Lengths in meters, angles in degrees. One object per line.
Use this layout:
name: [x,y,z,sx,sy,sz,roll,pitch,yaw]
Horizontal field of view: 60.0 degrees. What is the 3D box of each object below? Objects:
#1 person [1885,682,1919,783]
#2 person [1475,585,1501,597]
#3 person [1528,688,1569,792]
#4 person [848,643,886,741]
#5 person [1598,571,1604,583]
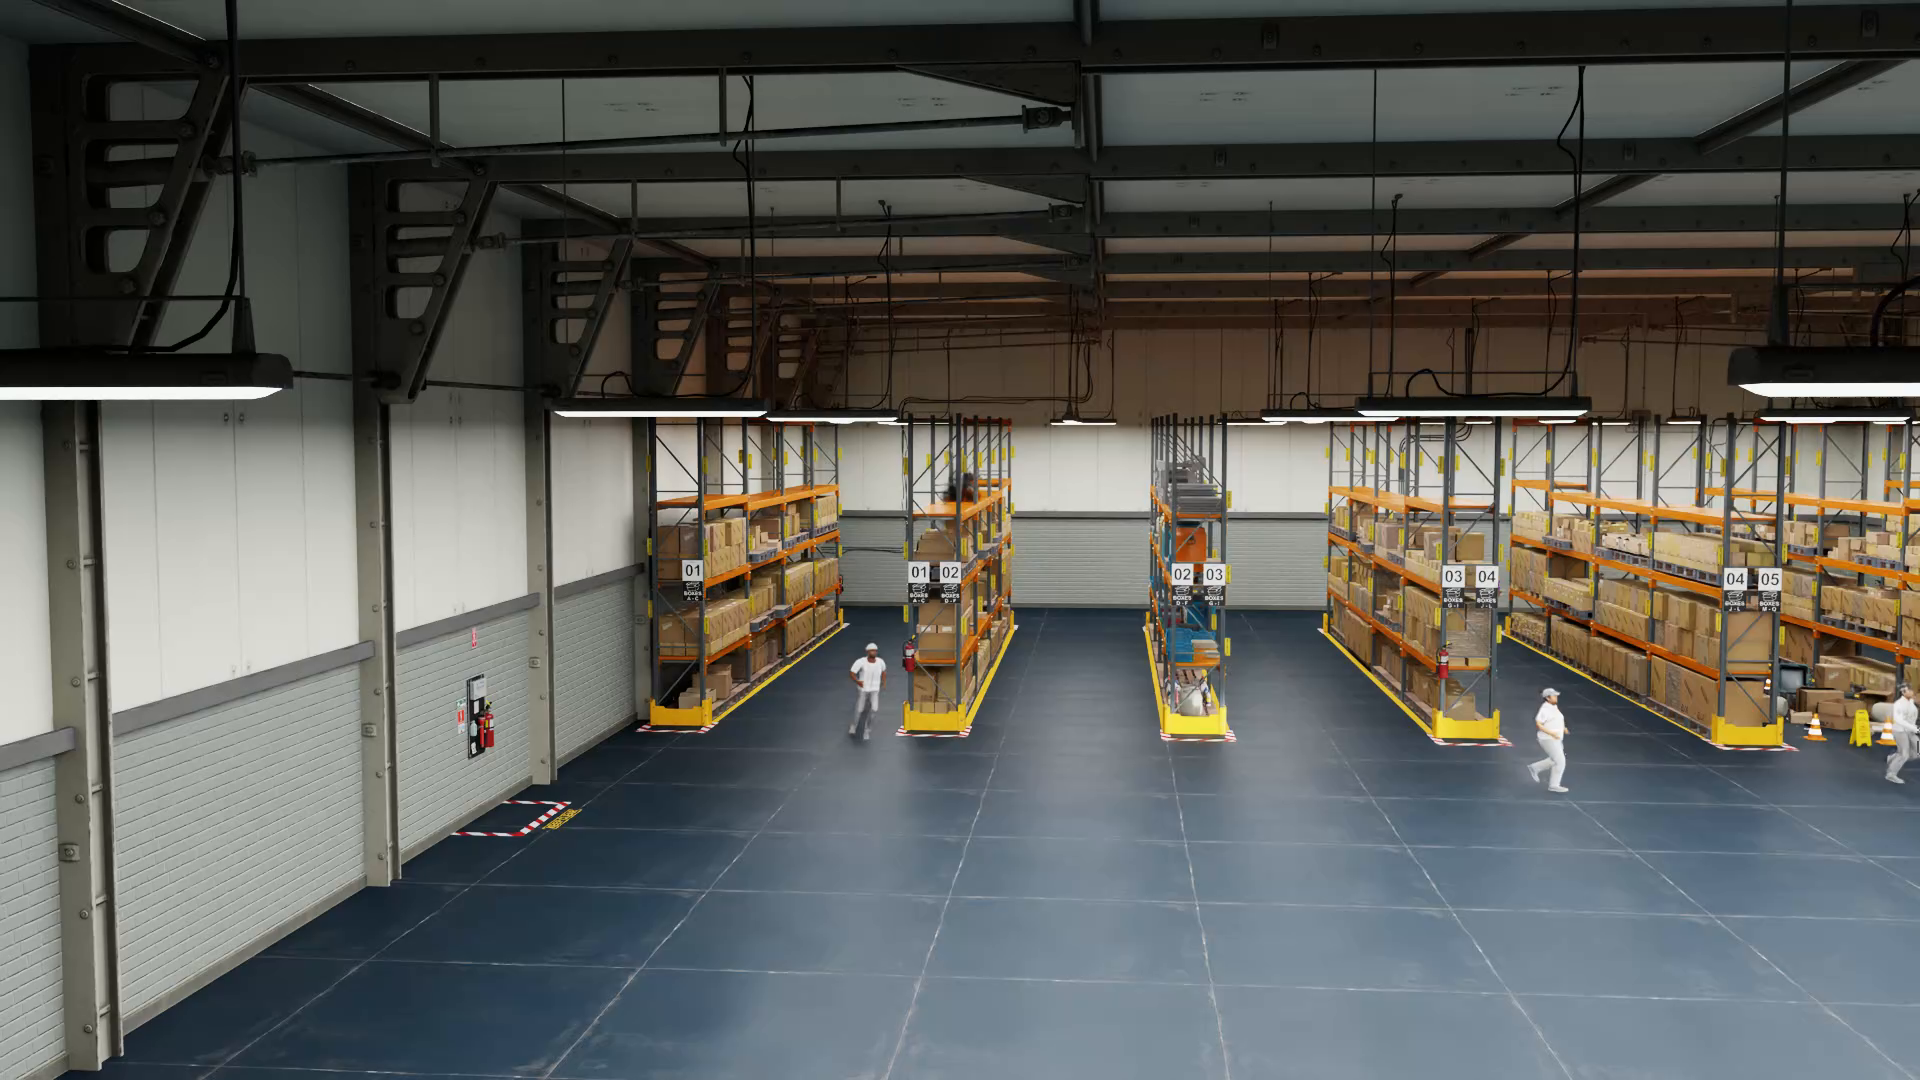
person: [15.270,3.098,26.827,0.645,1.660,0.606,-3,5,-34]
person: [14.882,1.702,47.001,0.859,1.718,0.763,-2,4,-23]
person: [9.295,3.144,26.263,0.645,1.619,0.611,3,5,34]
person: [-1.683,2.795,30.763,0.763,1.782,0.682,-1,4,-18]
person: [18.190,1.711,47.239,0.861,1.672,0.572,1,4,13]
